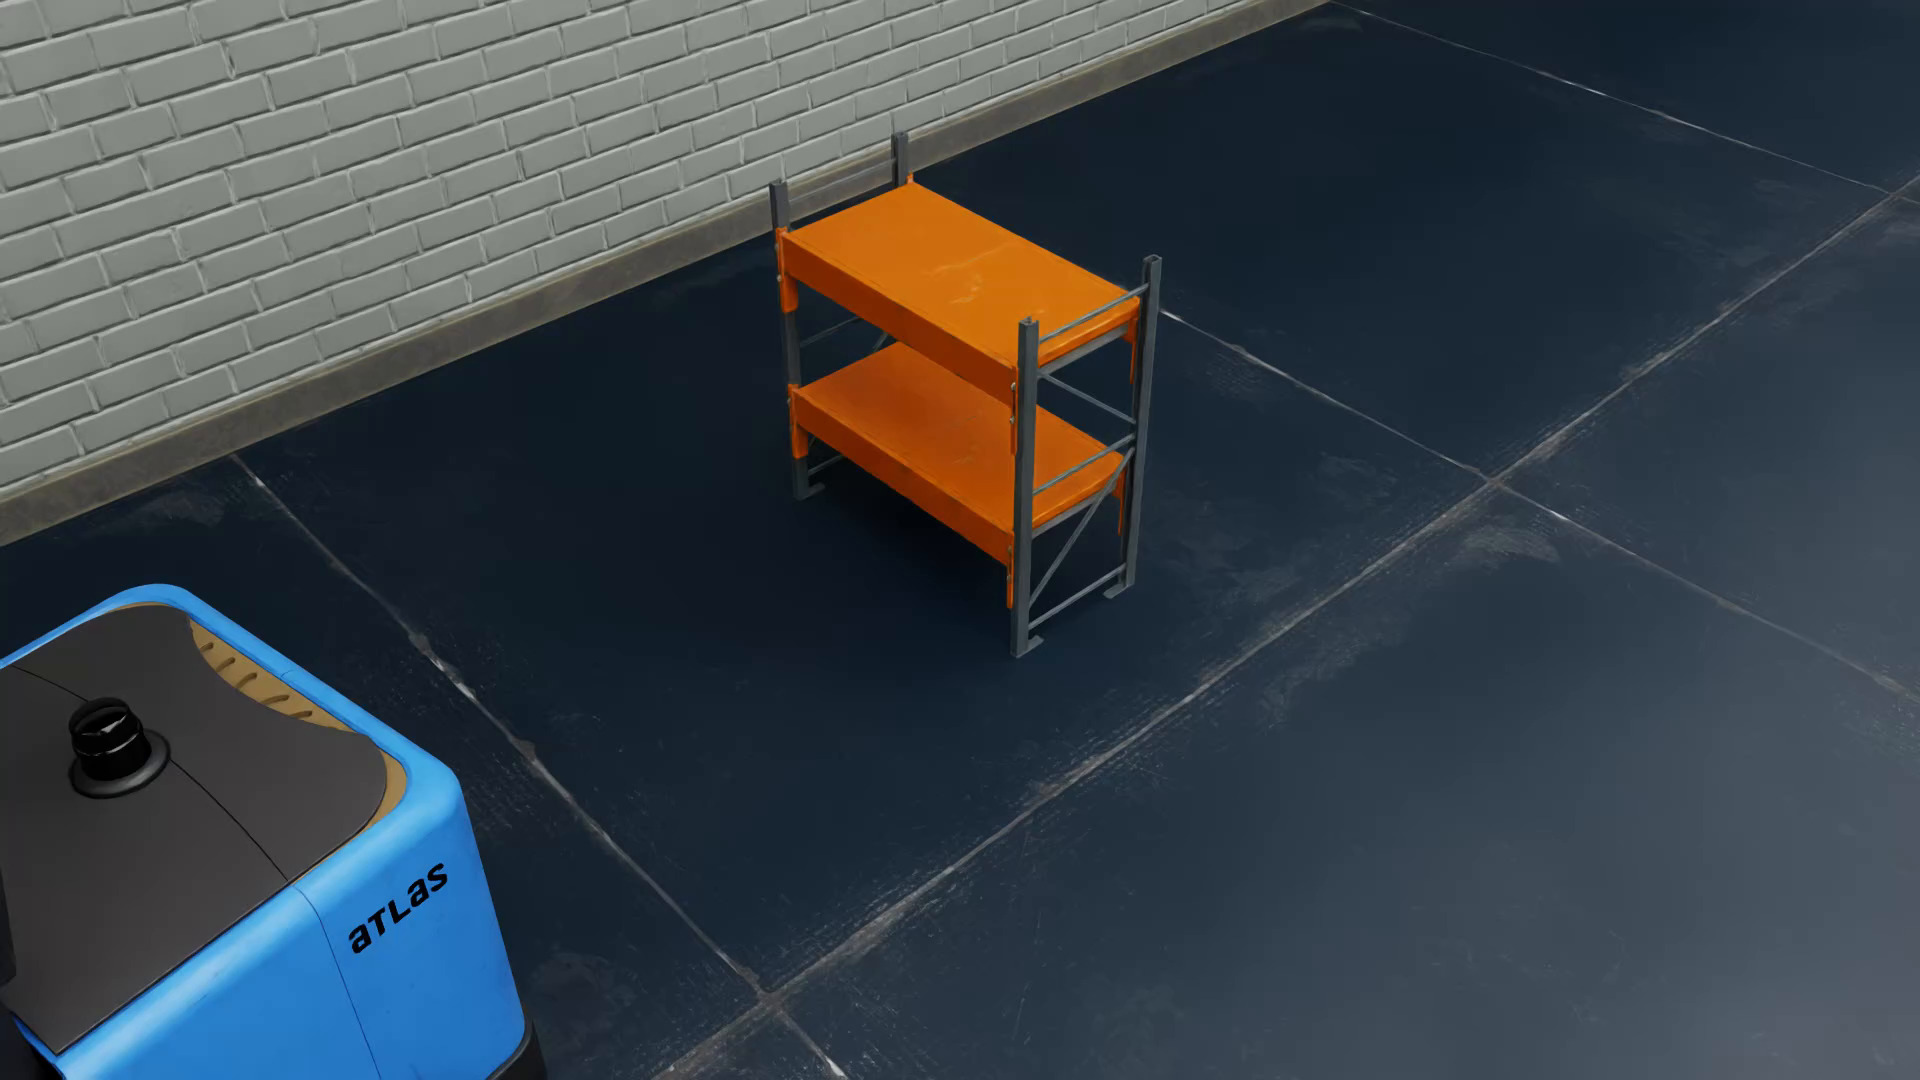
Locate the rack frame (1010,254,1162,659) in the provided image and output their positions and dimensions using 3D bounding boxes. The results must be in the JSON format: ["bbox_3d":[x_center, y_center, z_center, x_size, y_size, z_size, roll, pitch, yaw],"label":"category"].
[{"bbox_3d":[0.339,-0.205,4.609,0.500,1.125,0.032,-30,48,-32],"label":"rack frame"}]

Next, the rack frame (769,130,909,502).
[{"bbox_3d":[-0.348,-0.676,5.192,0.500,1.125,0.032,-30,48,-32],"label":"rack frame"}]

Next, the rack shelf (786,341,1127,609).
[{"bbox_3d":[-0.005,-0.251,5.054,0.538,0.278,1.000,-30,48,-32],"label":"rack shelf"}]

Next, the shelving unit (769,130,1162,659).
[{"bbox_3d":[-0.005,-0.441,4.900,0.538,1.125,1.048,-30,48,-32],"label":"shelving unit"}]

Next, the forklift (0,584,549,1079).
[{"bbox_3d":[-2.183,0.683,2.072,1.130,2.935,3.031,25,45,28],"label":"forklift"}]

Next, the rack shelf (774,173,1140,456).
[{"bbox_3d":[-0.005,-0.668,4.717,0.538,0.278,1.000,-30,48,-32],"label":"rack shelf"}]
